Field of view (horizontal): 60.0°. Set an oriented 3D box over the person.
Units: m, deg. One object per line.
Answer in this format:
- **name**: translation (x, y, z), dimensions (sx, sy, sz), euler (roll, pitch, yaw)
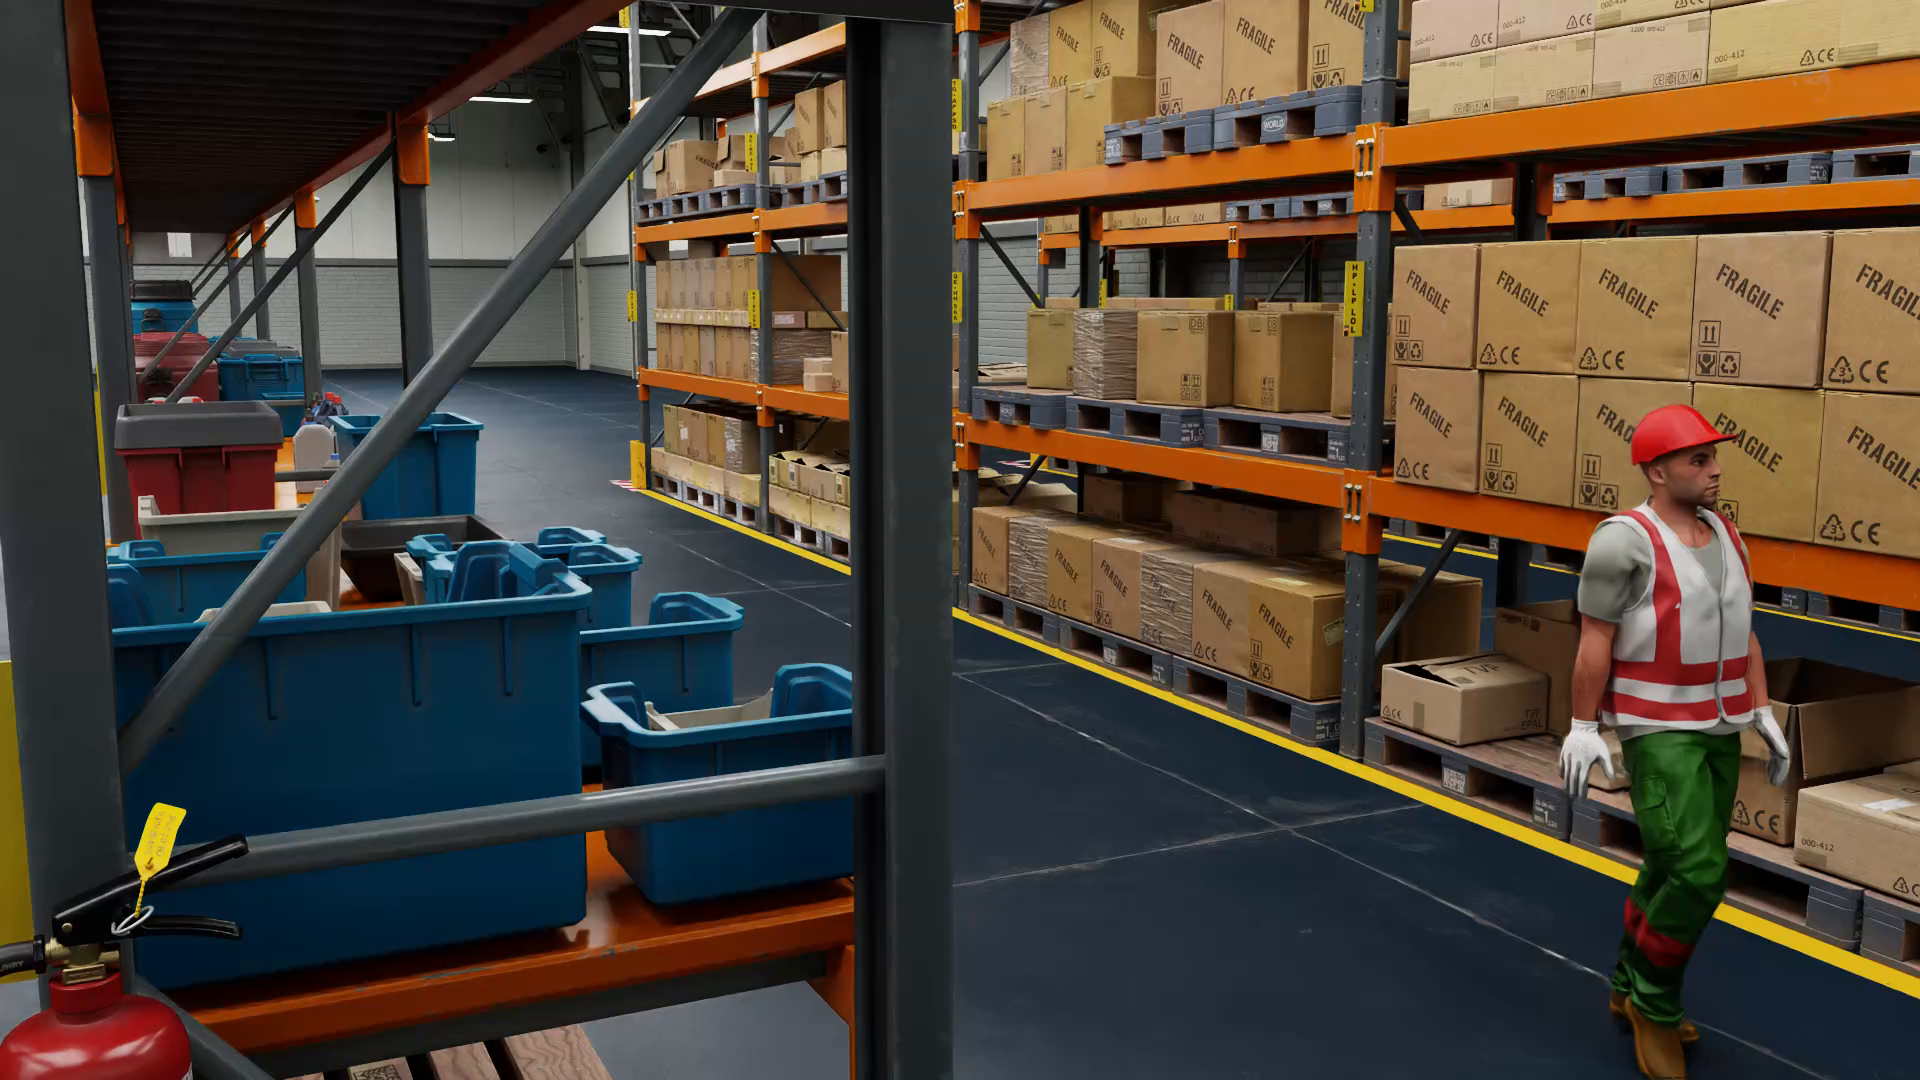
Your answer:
- **person**: translation (1.969, 0.556, 4.499), dimensions (0.588, 1.831, 0.492), euler (-4, 9, -24)
